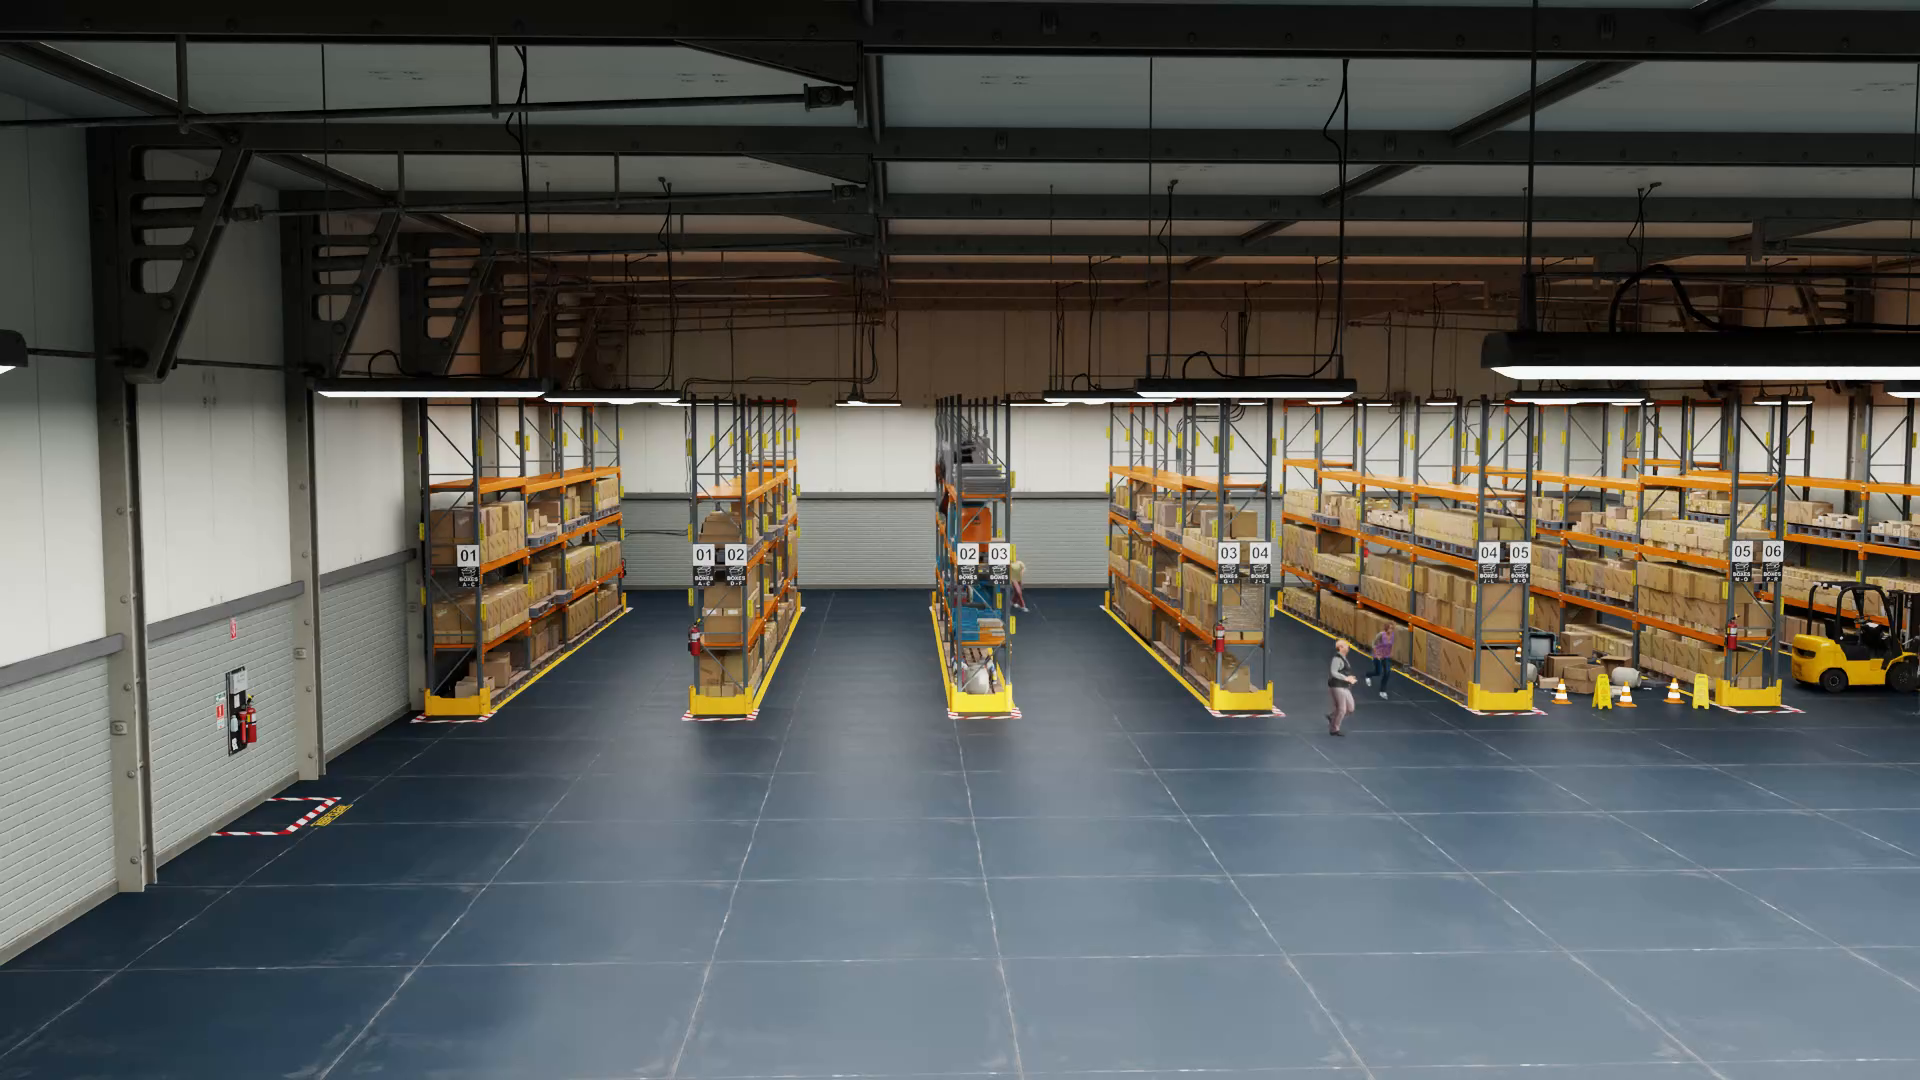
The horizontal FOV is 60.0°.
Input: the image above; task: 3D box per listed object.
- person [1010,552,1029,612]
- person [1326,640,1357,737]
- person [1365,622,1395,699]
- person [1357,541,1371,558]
[{"bbox_3d":[1.576,1.170,47.236,0.608,1.662,0.931,-2,5,-26],"label":"person"},{"bbox_3d":[6.668,2.595,29.089,0.606,1.689,0.648,2,5,29],"label":"person"},{"bbox_3d":[8.392,2.363,33.266,0.549,1.548,0.864,-2,5,-23],"label":"person"},{"bbox_3d":[12.151,0.925,50.132,0.801,1.800,0.636,-2,5,-26],"label":"person"}]
